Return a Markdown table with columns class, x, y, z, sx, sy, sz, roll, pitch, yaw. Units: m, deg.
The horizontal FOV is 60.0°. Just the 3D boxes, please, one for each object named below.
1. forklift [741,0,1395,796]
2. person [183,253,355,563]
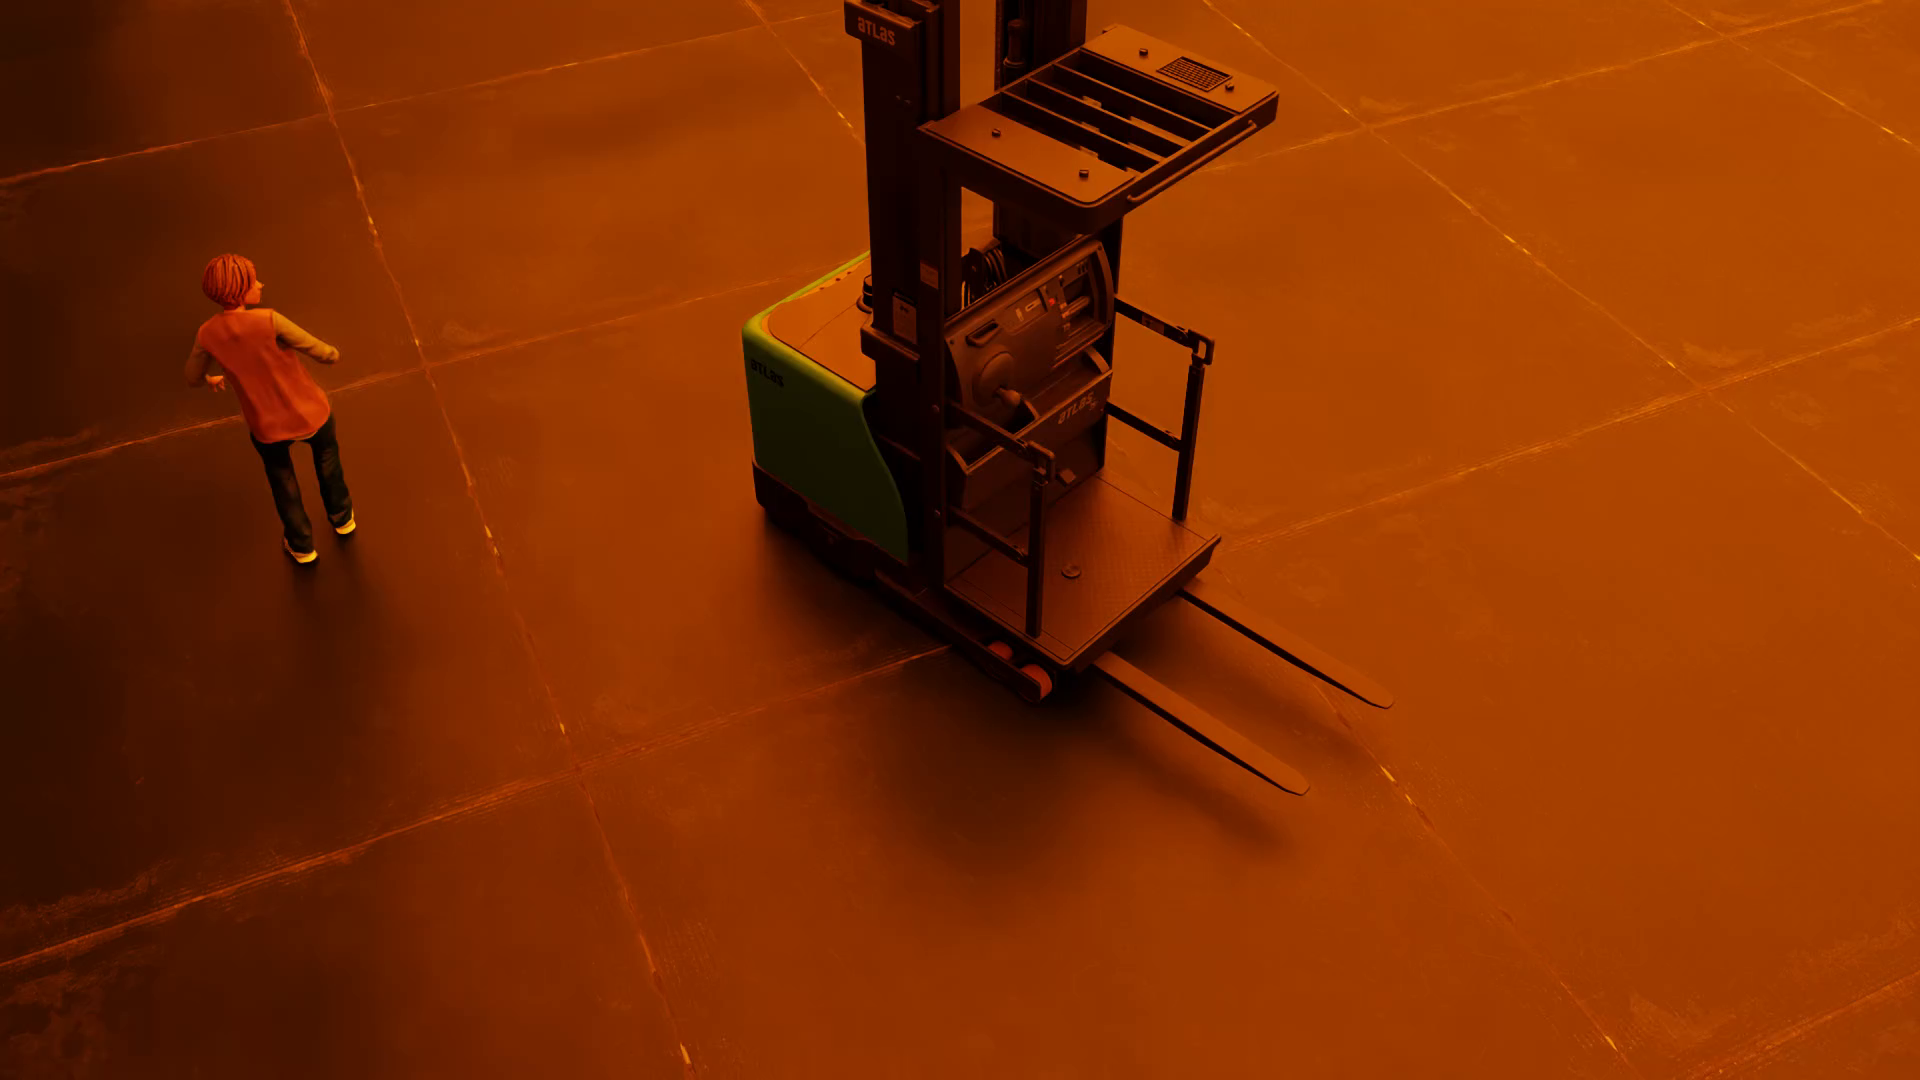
| class | x | y | z | sx | sy | sz | roll | pitch | yaw |
| --- | --- | --- | --- | --- | --- | --- | --- | --- | --- |
| forklift | 0.445 | -0.788 | 6.525 | 3.031 | 2.935 | 1.130 | 32 | 52 | 30 |
| person | -3.010 | -0.576 | 7.353 | 0.660 | 1.533 | 0.509 | -10 | 44 | -11 |
